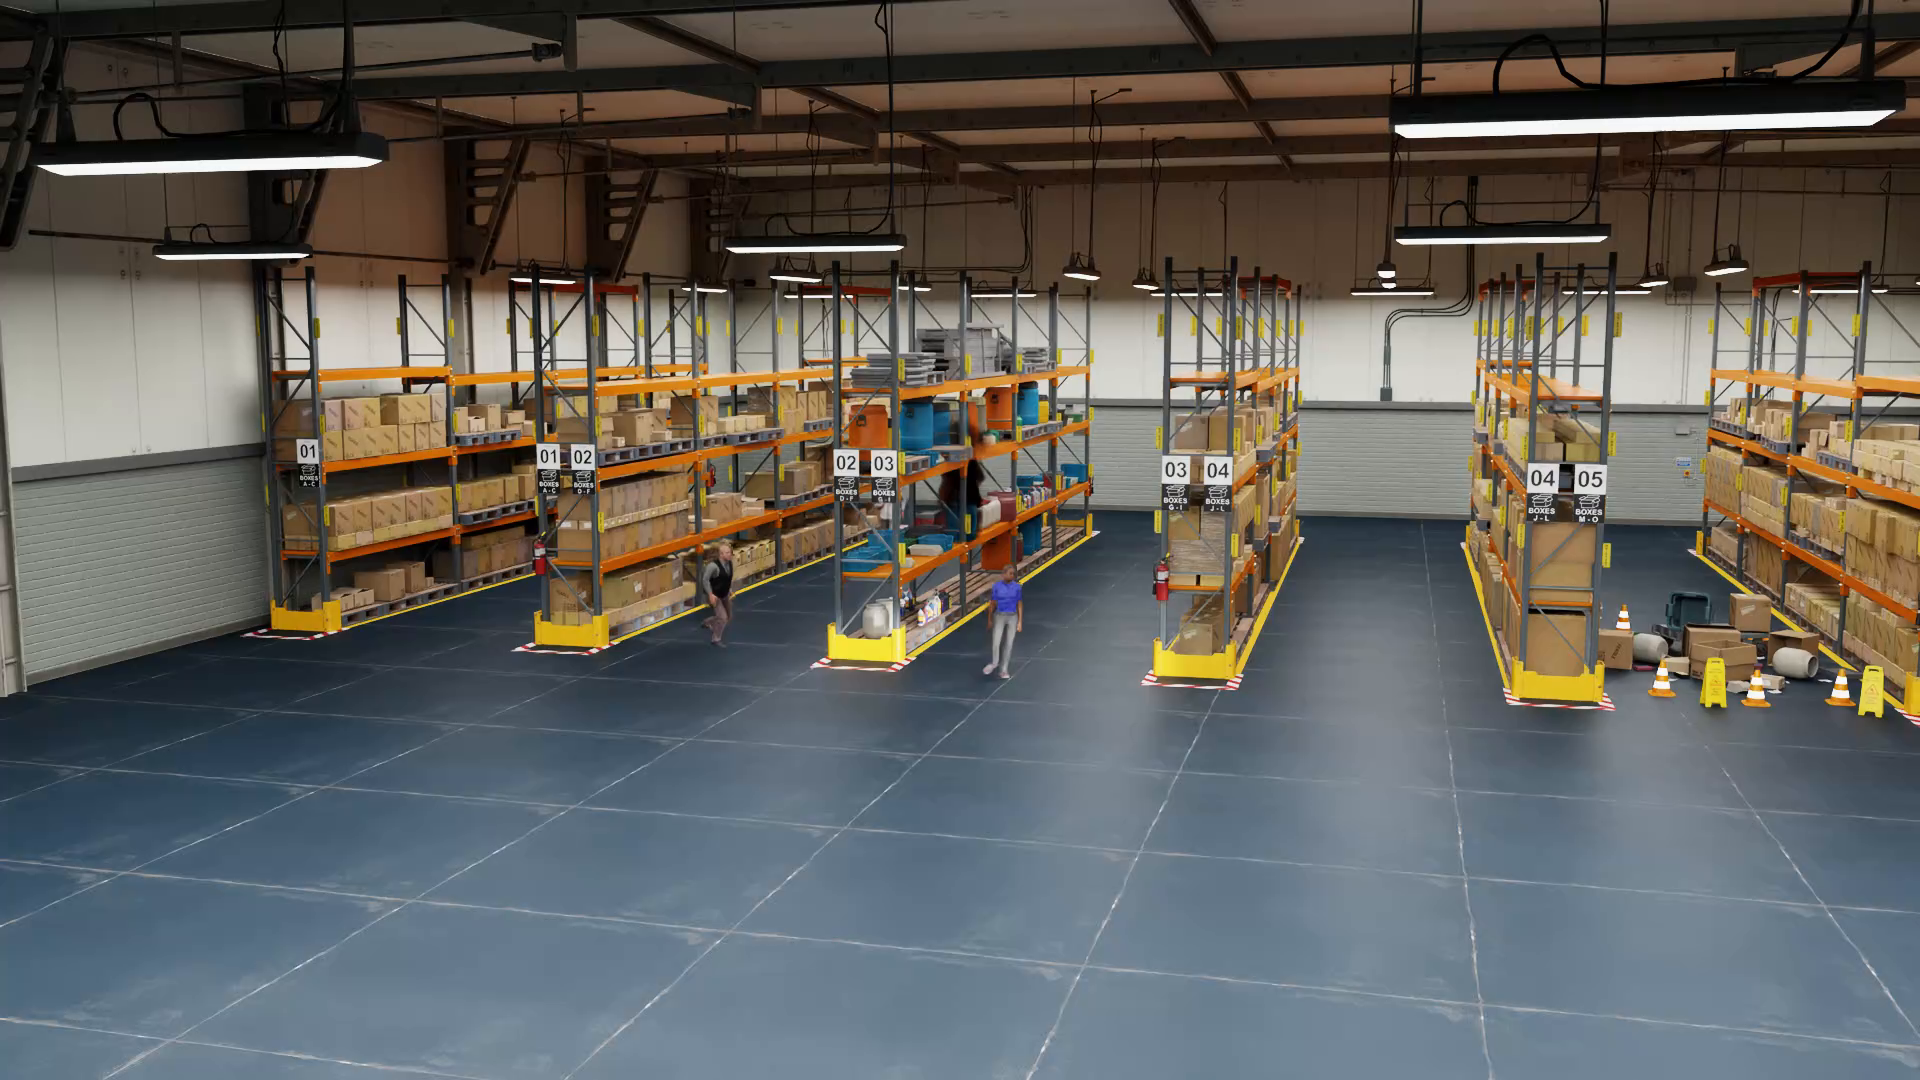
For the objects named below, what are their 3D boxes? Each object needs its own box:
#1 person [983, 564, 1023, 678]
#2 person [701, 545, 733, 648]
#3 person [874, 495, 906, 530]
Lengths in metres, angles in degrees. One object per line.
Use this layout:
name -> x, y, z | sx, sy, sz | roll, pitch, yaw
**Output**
person -> 0.611, 1.164, 23.849 | 0.551, 1.637, 0.432 | -1, 7, -11
person -> -3.832, 0.858, 25.907 | 0.737, 1.624, 0.699 | 3, 8, 23
person -> -1.526, -0.448, 36.003 | 0.620, 1.827, 0.868 | 2, 7, 13
